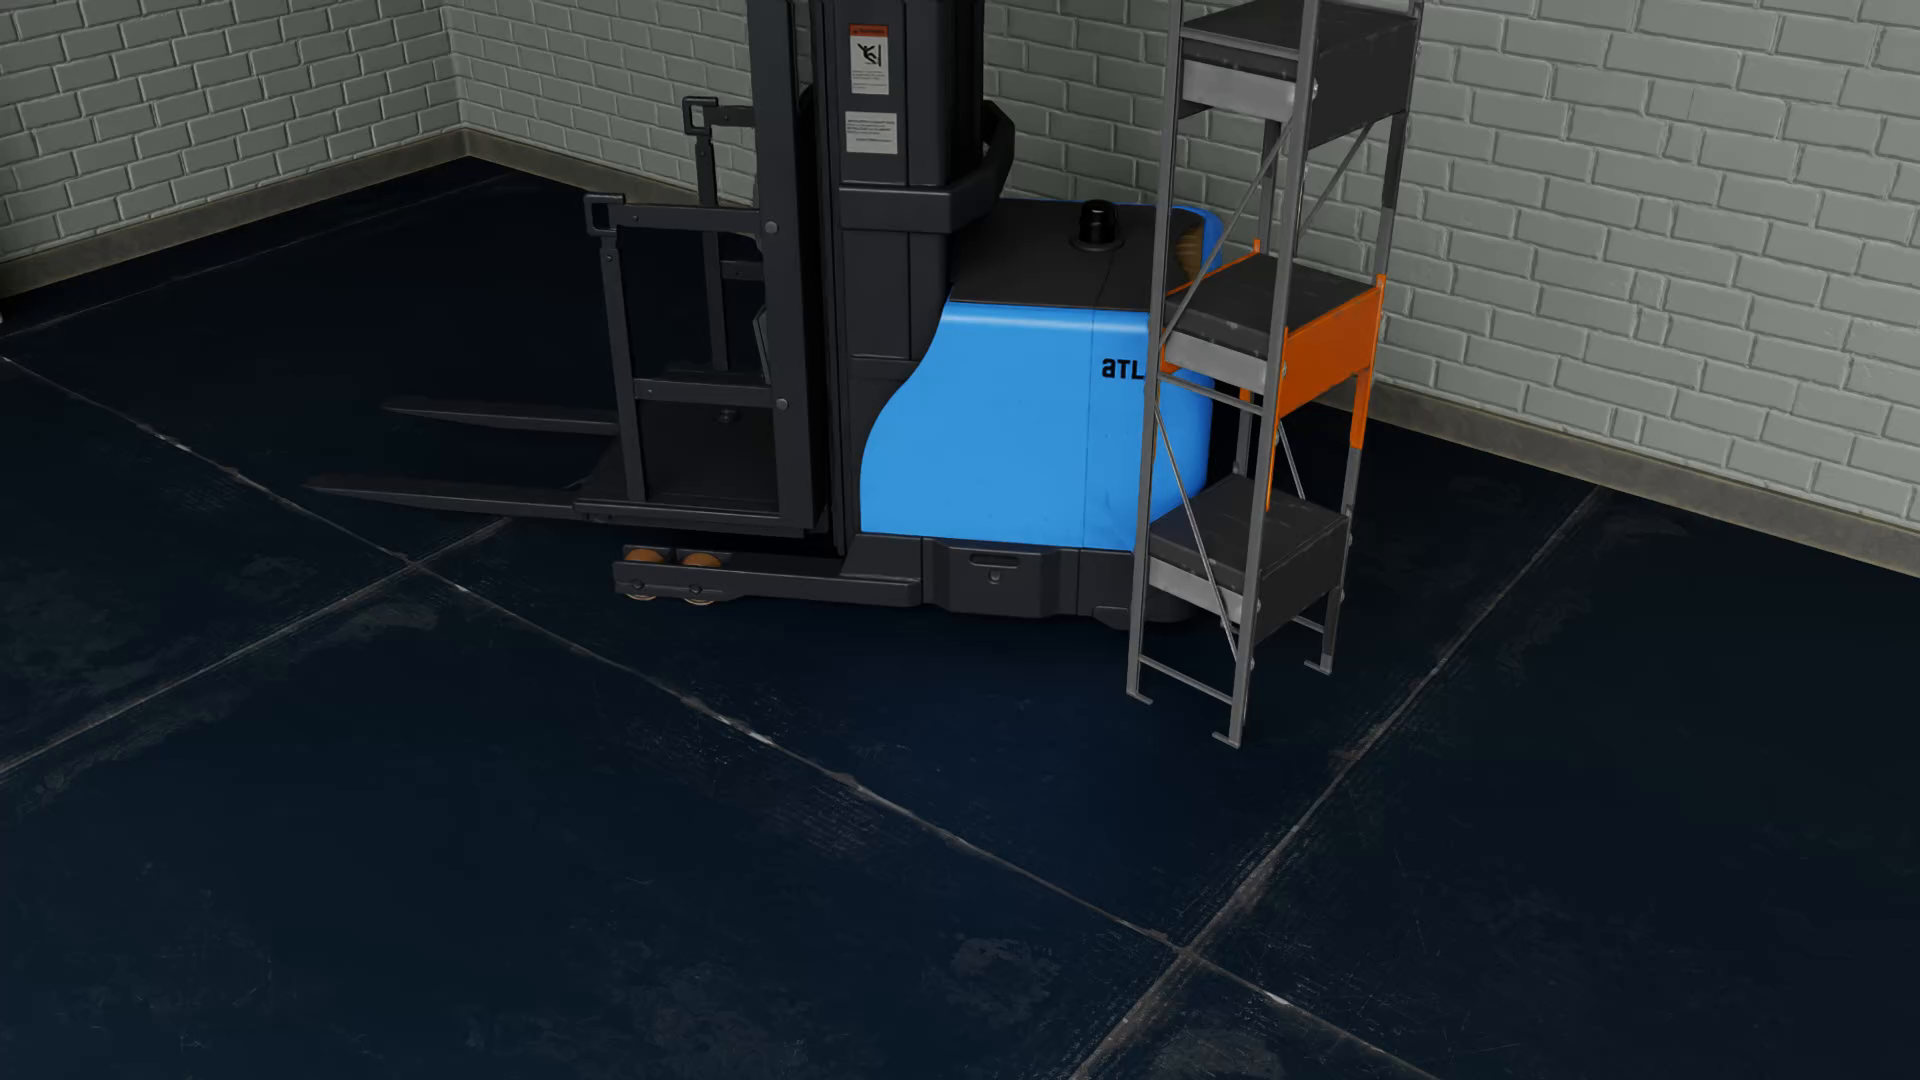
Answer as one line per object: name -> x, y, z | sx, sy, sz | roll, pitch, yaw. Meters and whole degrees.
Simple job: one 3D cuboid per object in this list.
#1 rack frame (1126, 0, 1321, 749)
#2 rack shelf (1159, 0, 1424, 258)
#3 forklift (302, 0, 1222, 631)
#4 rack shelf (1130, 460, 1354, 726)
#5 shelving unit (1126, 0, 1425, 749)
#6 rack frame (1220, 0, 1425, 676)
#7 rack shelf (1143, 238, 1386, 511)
rack frame -> 0.649, -0.378, 4.328 | 0.400, 2.100, 0.015 | 25, 39, 35
rack shelf -> 0.814, -1.060, 4.133 | 0.431, 0.518, 0.480 | 25, 39, 35
forklift -> -0.683, -1.310, 5.086 | 3.031, 2.935, 1.130 | 4, 31, 7
rack shelf -> 0.814, 0.144, 4.847 | 0.431, 0.518, 0.480 | 25, 39, 35
shelving unit -> 0.814, -0.470, 4.483 | 0.431, 2.100, 0.503 | 25, 39, 35
rack frame -> 0.978, -0.562, 4.638 | 0.400, 2.100, 0.015 | 25, 39, 35
rack shelf -> 0.814, -0.458, 4.490 | 0.431, 0.518, 0.480 | 25, 39, 35
